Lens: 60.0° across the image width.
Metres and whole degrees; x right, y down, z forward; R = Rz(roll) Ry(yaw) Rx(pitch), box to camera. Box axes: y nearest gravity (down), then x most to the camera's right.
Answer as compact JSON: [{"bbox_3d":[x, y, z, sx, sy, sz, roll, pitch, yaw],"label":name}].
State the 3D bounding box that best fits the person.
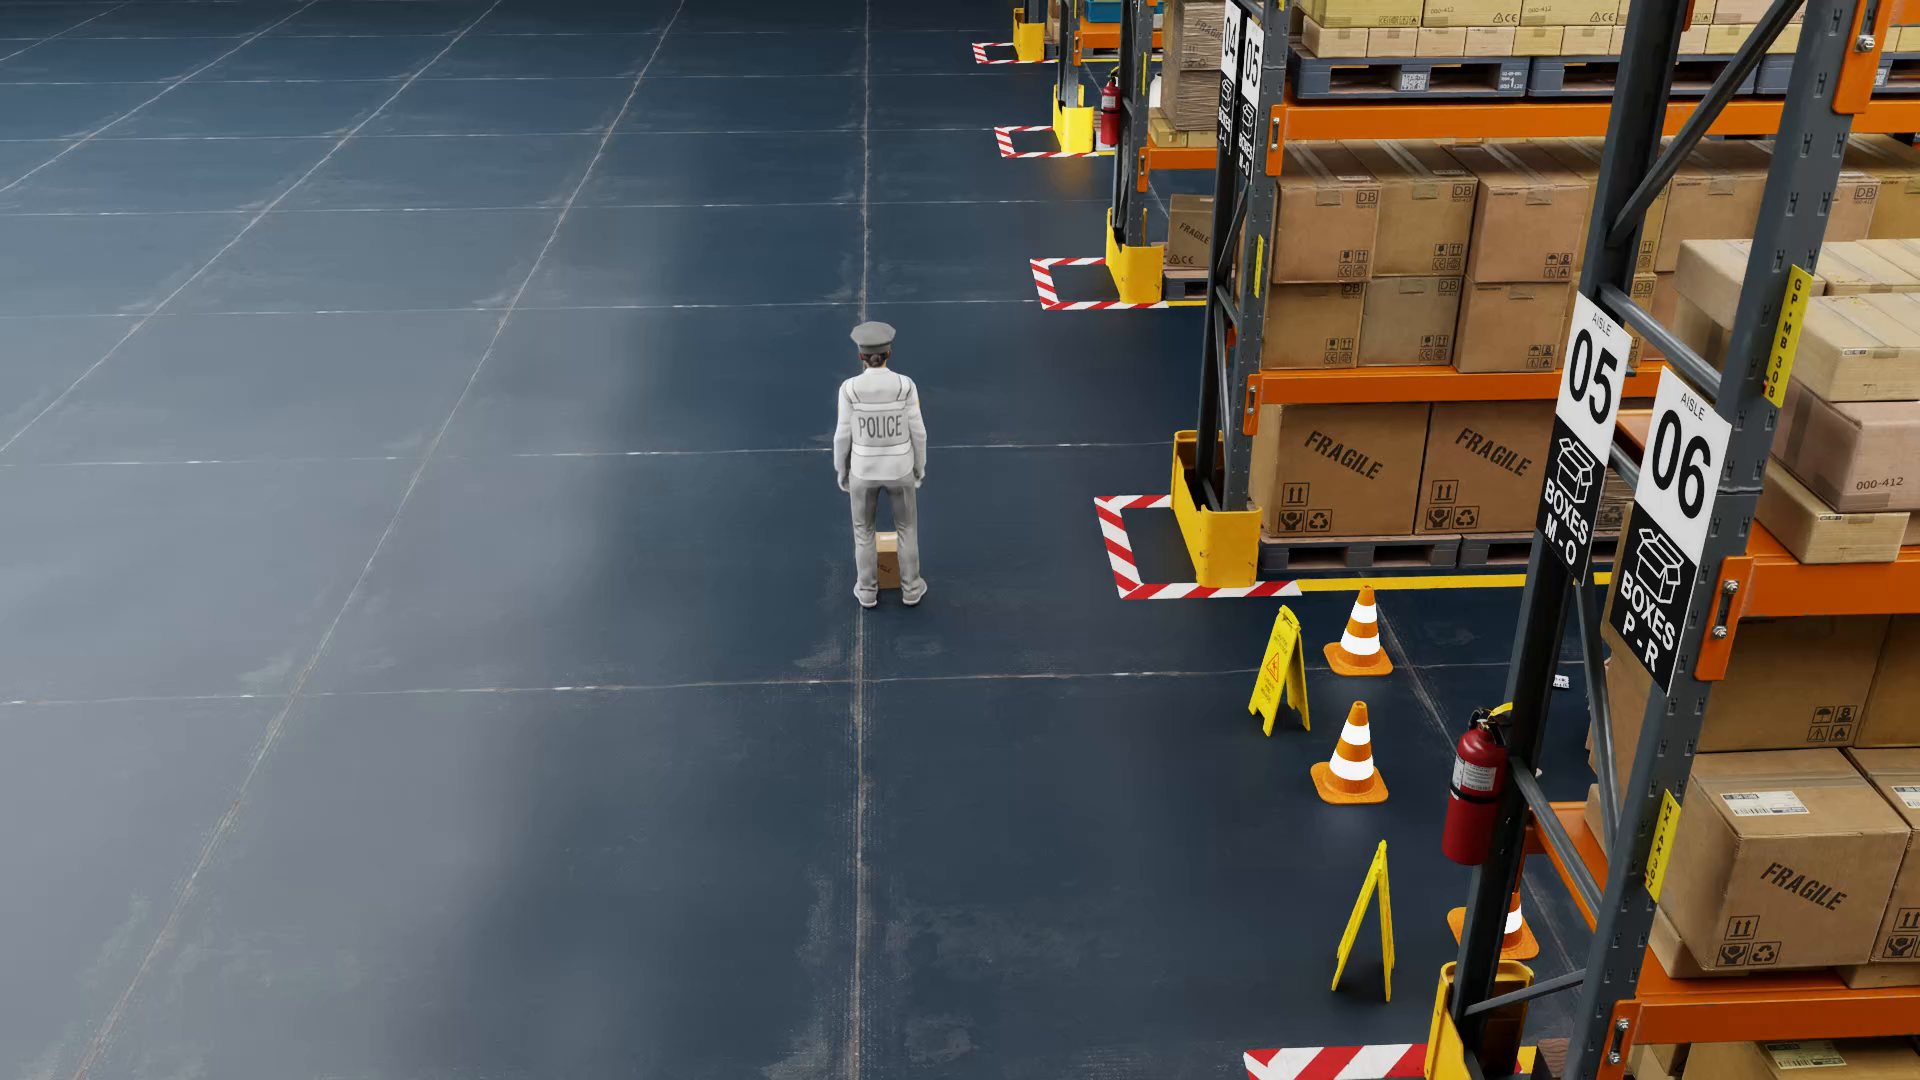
[{"bbox_3d":[-0.446,-0.390,9.358,0.520,1.663,0.370,-2,28,-4],"label":"person"}]
